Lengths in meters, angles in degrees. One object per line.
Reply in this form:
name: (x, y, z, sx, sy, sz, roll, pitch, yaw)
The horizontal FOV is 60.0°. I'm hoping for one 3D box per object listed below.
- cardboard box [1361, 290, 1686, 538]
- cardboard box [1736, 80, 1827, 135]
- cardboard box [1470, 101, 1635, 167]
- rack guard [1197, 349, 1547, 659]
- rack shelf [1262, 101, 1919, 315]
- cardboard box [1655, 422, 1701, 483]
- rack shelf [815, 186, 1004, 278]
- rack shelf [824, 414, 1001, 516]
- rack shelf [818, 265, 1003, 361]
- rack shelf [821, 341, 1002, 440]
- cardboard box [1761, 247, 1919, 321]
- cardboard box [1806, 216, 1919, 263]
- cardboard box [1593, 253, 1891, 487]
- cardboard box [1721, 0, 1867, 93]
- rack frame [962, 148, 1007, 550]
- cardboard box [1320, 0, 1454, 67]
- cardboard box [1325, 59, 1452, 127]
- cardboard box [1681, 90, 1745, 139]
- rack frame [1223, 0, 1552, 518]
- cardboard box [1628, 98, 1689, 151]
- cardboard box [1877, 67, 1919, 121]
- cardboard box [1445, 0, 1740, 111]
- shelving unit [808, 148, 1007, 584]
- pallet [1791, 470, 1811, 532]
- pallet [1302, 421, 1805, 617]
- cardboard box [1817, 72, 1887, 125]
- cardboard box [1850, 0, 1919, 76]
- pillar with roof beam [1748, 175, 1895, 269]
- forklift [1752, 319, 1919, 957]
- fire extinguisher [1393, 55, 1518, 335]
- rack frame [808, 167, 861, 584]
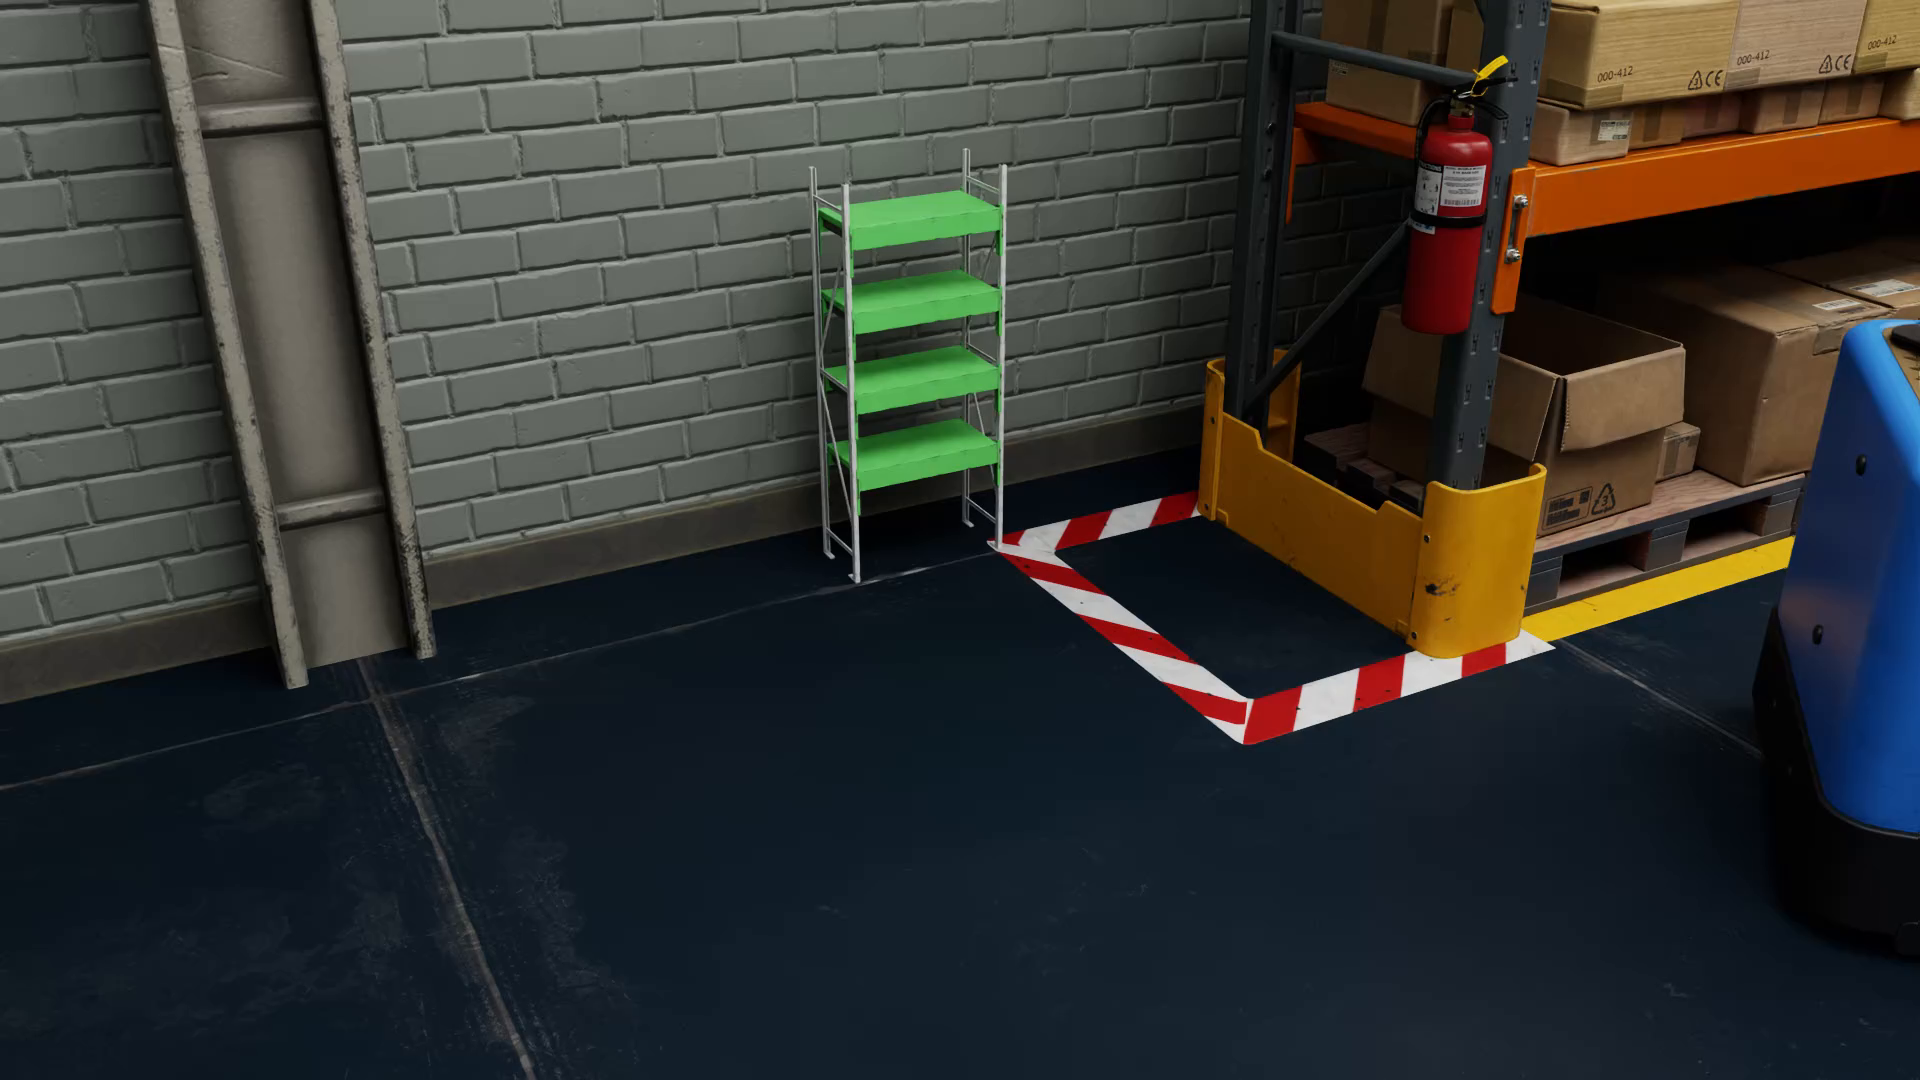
cardboard box: (1.699, -0.410, 5.037, 0.637, 0.503, 0.797, -14, 29, -27)
cardboard box: (2.204, -1.271, 4.722, 0.250, 0.149, 0.380, -12, 28, -23)
cardboard box: (1.534, -1.107, 4.380, 0.250, 0.149, 0.380, -13, 29, -25)
rack guard: (1.182, -0.146, 4.977, 0.348, 0.500, 1.175, -13, 29, -25)
rack shelf: (2.879, -1.341, 5.408, 4.000, 0.370, 1.077, -13, 29, -25)
cardboard box: (2.092, -0.322, 5.263, 0.250, 0.149, 0.380, -14, 29, -27)
rack shelf: (-0.146, -0.882, 4.740, 0.480, 0.148, 0.258, -13, 29, -25)
rack shelf: (-0.146, -0.233, 5.052, 0.480, 0.148, 0.258, -13, 29, -25)
rack shelf: (-0.146, -0.666, 4.844, 0.480, 0.148, 0.258, -13, 29, -25)
rack shelf: (-0.146, -0.450, 4.948, 0.480, 0.148, 0.258, -13, 29, -25)
cardboard box: (2.985, -0.637, 5.515, 0.500, 0.500, 0.500, -12, 28, -24)
cardboard box: (3.388, -0.779, 5.810, 0.500, 0.500, 0.700, -14, 29, -27)
cardboard box: (2.472, -0.568, 5.370, 0.500, 0.500, 0.700, -12, 28, -23)
cardboard box: (2.087, -1.416, 4.564, 0.500, 0.250, 0.500, -13, 28, -25)
rack frame: (0.069, -0.557, 5.023, 0.015, 1.200, 0.240, -13, 29, -25)
cardboard box: (1.396, -1.519, 4.778, 0.500, 0.250, 0.500, -12, 28, -24)
cardboard box: (1.281, -1.314, 4.812, 0.250, 0.149, 0.380, -13, 29, -26)
cardboard box: (1.952, -1.243, 4.663, 0.250, 0.149, 0.380, -13, 29, -26)
rack frame: (1.115, -1.258, 4.404, 0.127, 3.000, 1.000, -13, 29, -25)
cardboard box: (1.737, -1.176, 4.524, 0.250, 0.149, 0.380, -12, 28, -24)
cardboard box: (2.694, -1.350, 4.886, 0.250, 0.149, 0.380, -14, 29, -27)
cardboard box: (1.642, -1.314, 4.350, 0.500, 0.250, 0.500, -13, 28, -25)
shelving unit: (-0.146, -0.507, 4.920, 0.503, 1.200, 0.258, -13, 29, -25)
pallet: (2.960, -0.426, 5.893, 1.213, 0.211, 1.003, -13, 29, -25)
pallet: (1.885, -0.179, 5.379, 1.213, 0.211, 1.003, -13, 29, -25)
cardboard box: (2.436, -1.327, 4.839, 0.250, 0.149, 0.380, -13, 28, -24)
cardboard box: (2.532, -1.521, 4.782, 0.500, 0.250, 0.500, -14, 29, -26)
pillar with roof beam: (5.631, -3.335, 1.800, 0.400, 9.000, 9.100, -13, 29, -25)
forklift: (3.341, -0.486, 2.876, 3.031, 2.935, 1.130, 8, 27, 16)
fire extinguisher: (1.202, -0.848, 4.071, 0.183, 0.674, 0.296, -13, 29, -25)
rack frame: (-0.361, -0.457, 4.817, 0.015, 1.200, 0.240, -13, 29, -25)
